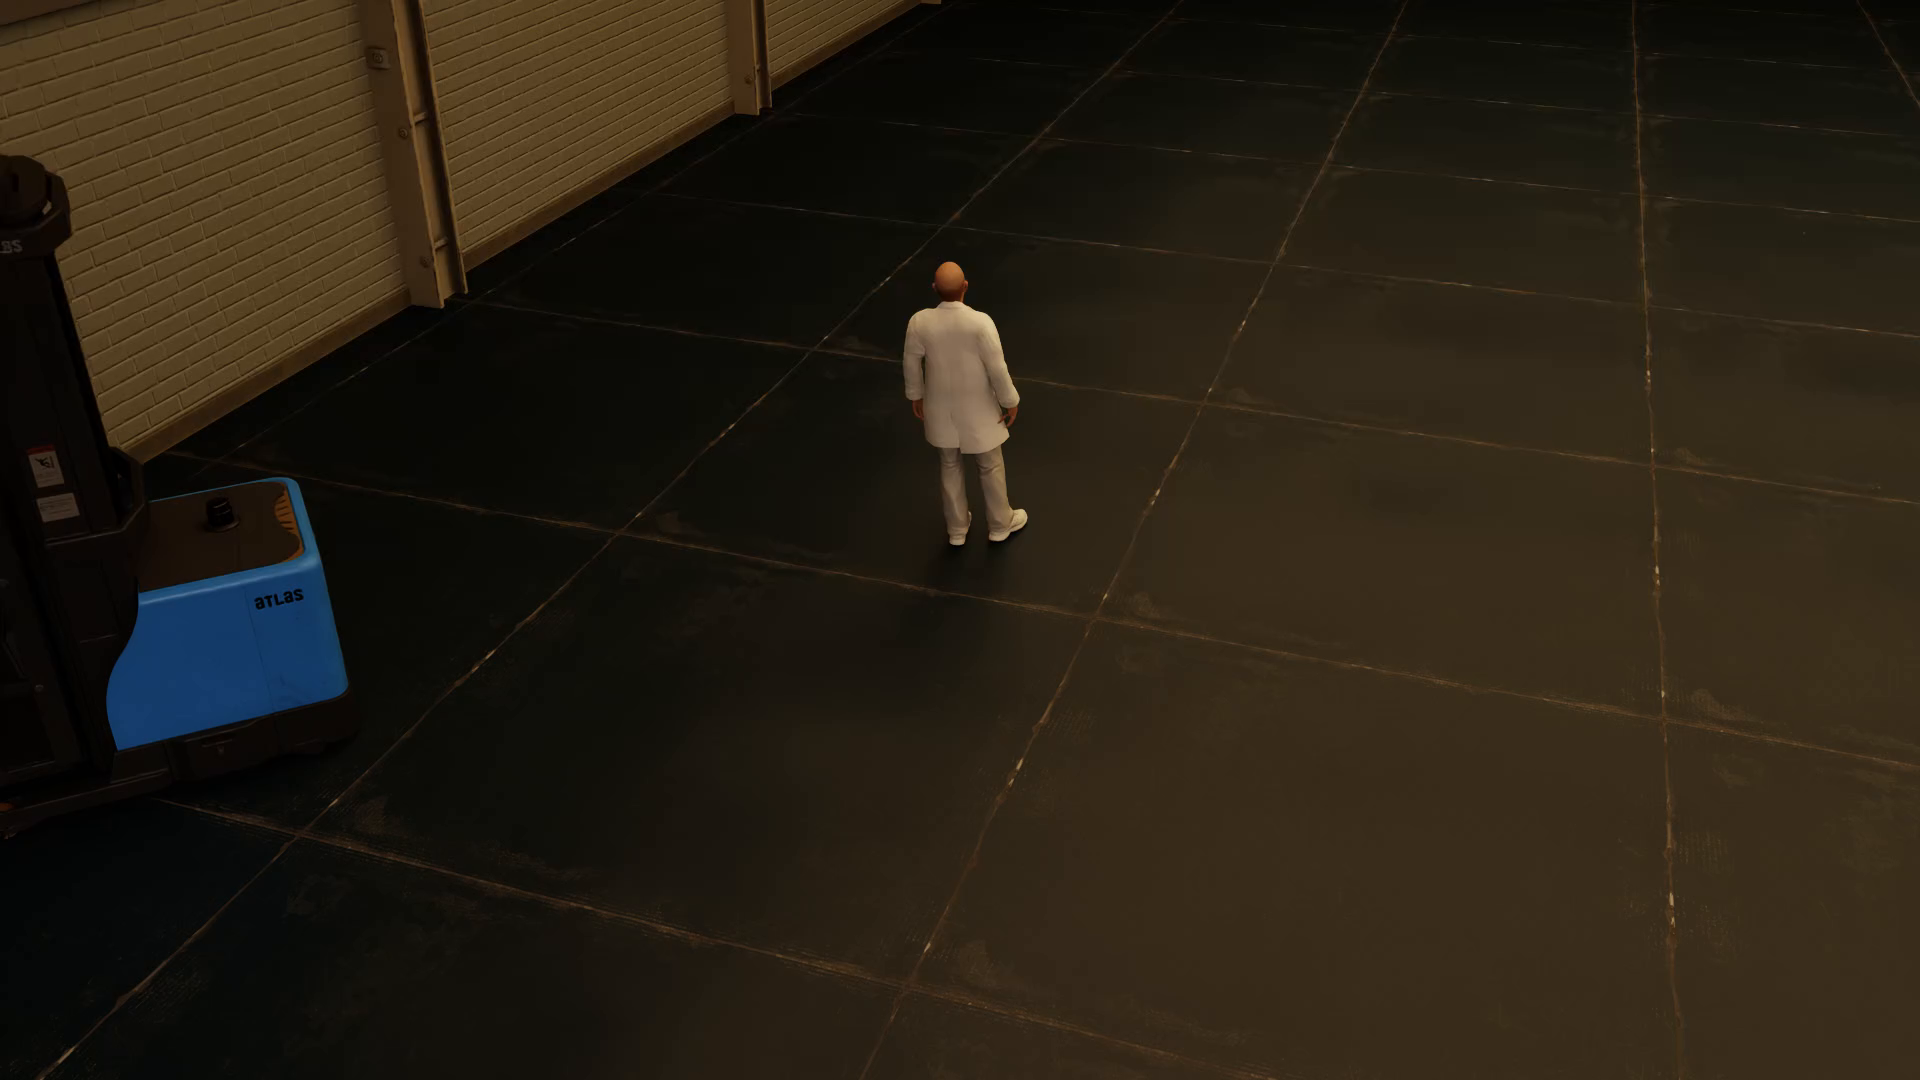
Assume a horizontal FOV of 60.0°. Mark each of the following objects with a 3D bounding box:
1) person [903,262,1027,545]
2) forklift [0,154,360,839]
[{"bbox_3d":[0.033,-0.821,9.726,0.698,1.777,0.578,10,31,16],"label":"person"},{"bbox_3d":[-4.554,-0.150,7.399,3.031,2.935,1.130,-14,32,-22],"label":"forklift"}]
